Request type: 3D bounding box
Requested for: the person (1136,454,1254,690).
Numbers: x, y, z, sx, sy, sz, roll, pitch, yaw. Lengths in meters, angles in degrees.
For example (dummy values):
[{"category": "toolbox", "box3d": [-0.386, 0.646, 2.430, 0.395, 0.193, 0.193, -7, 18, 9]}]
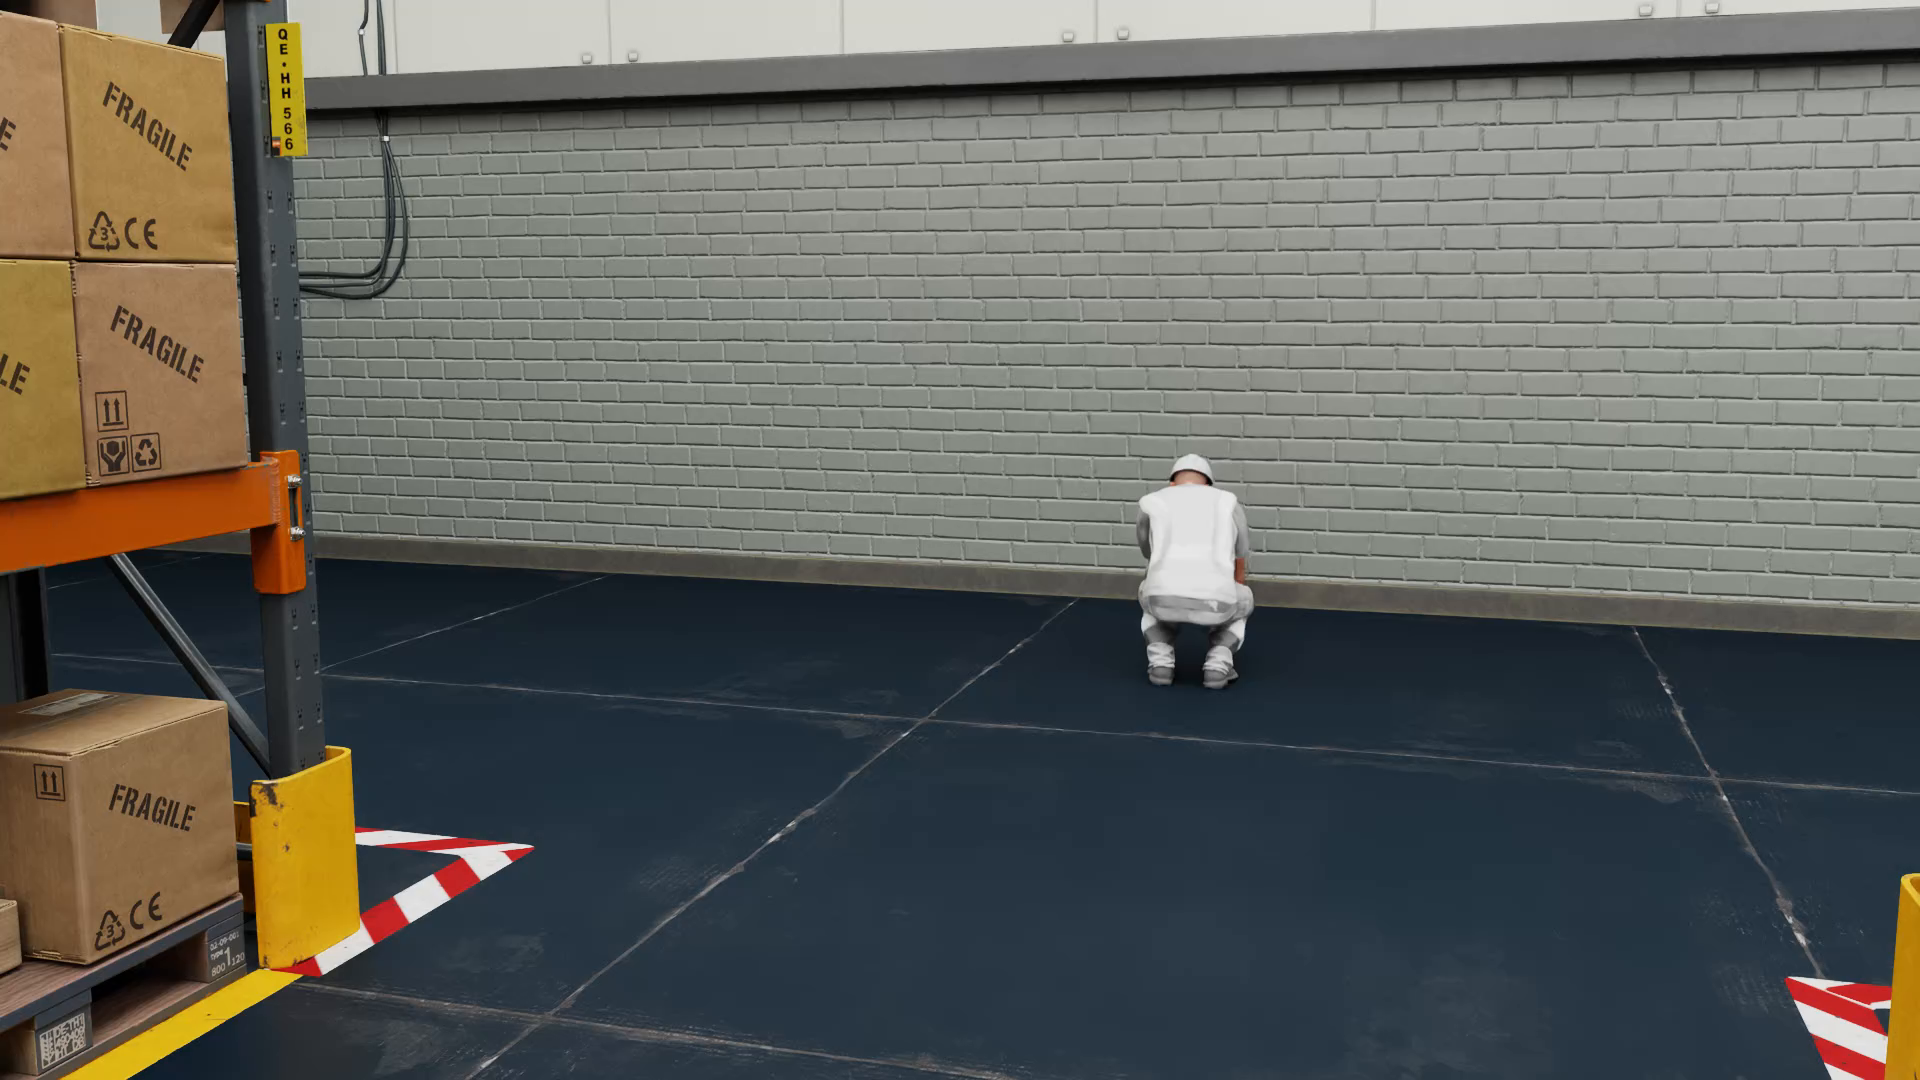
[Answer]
[{"category": "person", "box3d": [1.066, 0.130, 7.616, 0.555, 1.006, 0.866, 2, 9, 15]}]
